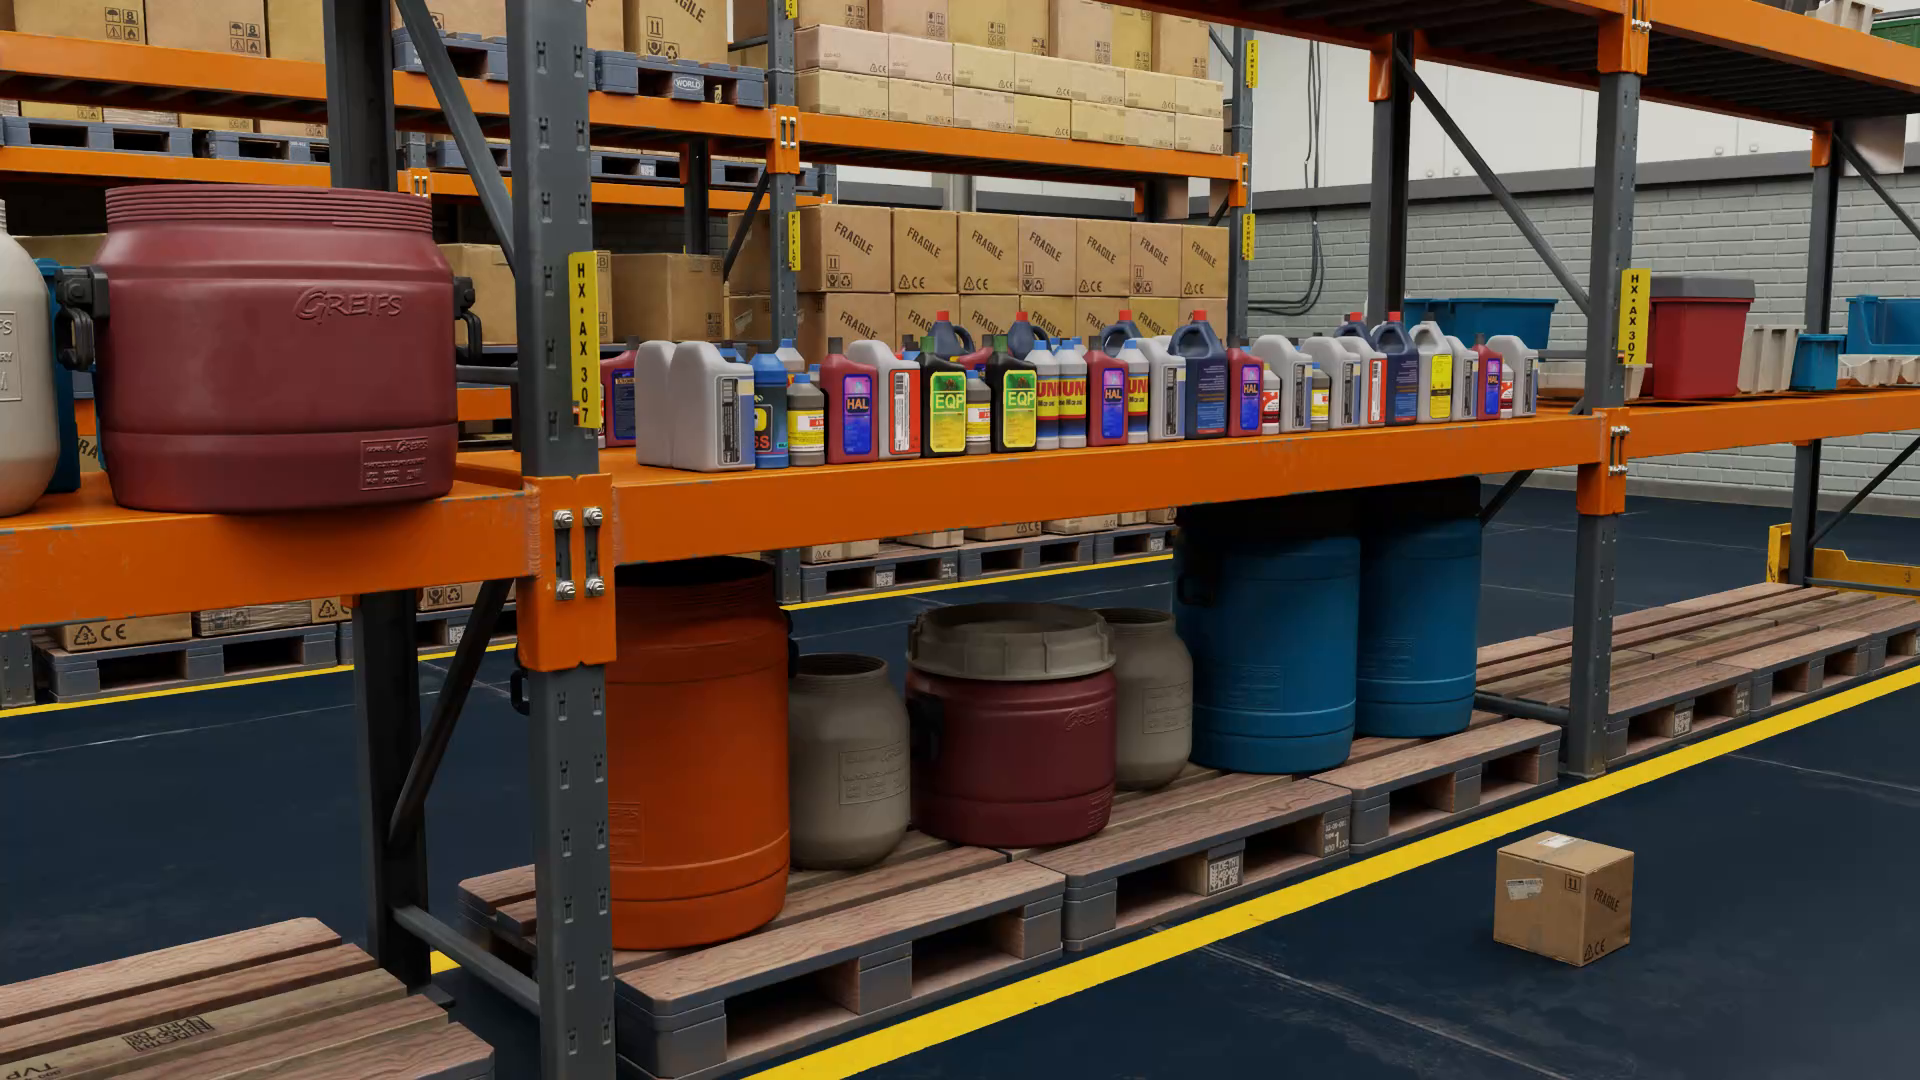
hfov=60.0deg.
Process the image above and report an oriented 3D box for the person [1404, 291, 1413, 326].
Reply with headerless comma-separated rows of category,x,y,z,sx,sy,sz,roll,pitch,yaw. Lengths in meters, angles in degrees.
person,2.217,-0.382,8.488,0.487,1.781,0.623,-6,10,-41
